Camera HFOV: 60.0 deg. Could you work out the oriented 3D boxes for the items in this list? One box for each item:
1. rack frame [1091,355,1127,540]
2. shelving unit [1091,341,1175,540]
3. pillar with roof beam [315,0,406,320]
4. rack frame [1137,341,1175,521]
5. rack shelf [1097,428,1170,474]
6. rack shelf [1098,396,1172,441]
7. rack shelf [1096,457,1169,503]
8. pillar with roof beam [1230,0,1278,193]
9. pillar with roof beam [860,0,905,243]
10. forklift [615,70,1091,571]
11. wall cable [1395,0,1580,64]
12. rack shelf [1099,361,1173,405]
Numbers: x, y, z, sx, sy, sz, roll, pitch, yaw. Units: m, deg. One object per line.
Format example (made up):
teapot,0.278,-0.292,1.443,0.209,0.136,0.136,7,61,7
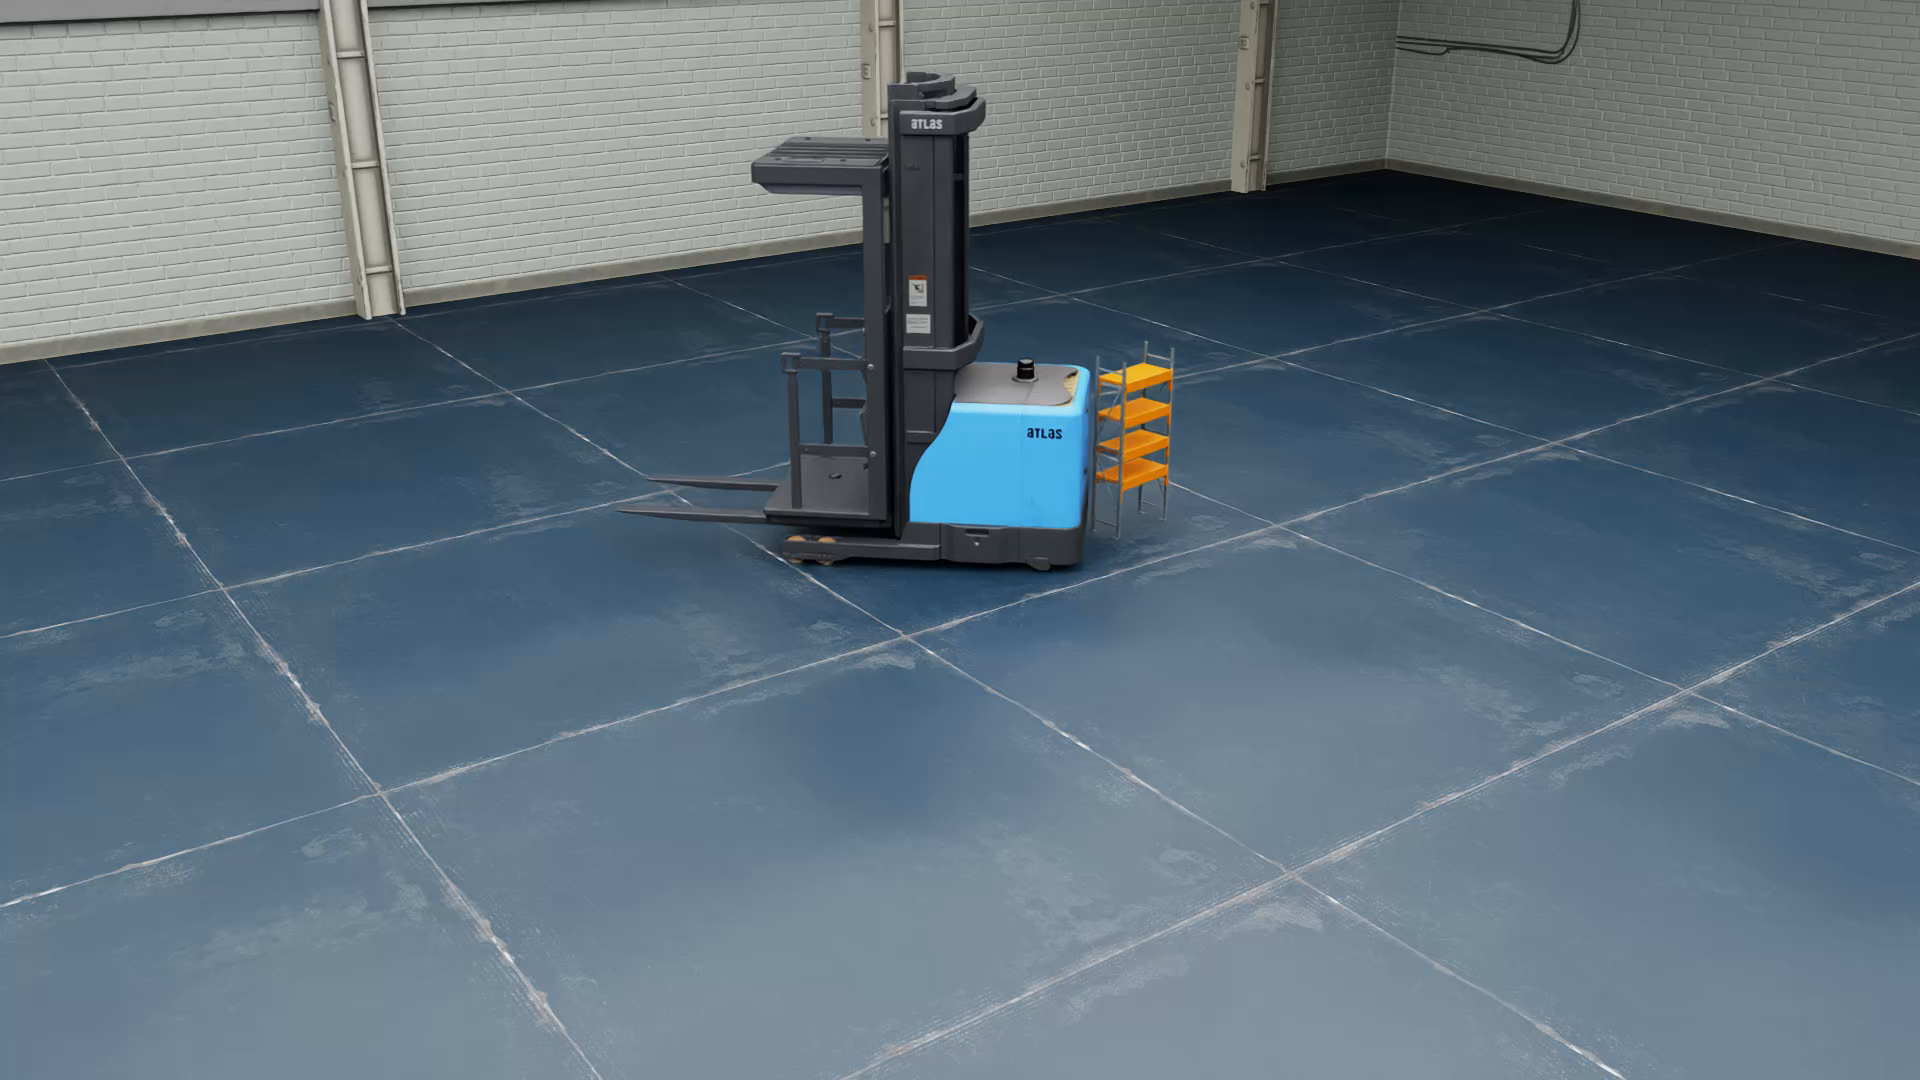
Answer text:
rack frame,0.958,-0.589,10.752,0.240,1.200,0.015,20,29,41
shelving unit,1.130,-0.653,10.913,0.258,1.200,0.503,20,29,41
pillar with roof beam,-3.240,-5.135,11.624,0.400,9.000,9.100,-15,26,-33
rack frame,1.302,-0.717,11.074,0.240,1.200,0.015,20,29,41
rack shelf,1.130,-0.590,10.938,0.258,0.148,0.480,20,29,41
rack shelf,1.130,-0.798,10.855,0.258,0.148,0.480,20,29,41
rack shelf,1.130,-0.406,11.012,0.258,0.148,0.480,20,29,41
pillar with roof beam,6.501,-7.733,18.133,0.400,9.000,9.100,-15,26,-33
pillar with roof beam,1.630,-6.434,14.878,0.400,9.000,9.100,-15,26,-33
forklift,-0.694,-1.399,10.447,3.031,2.935,1.130,3,22,7
wall cable,7.150,-7.826,22.555,0.112,2.526,3.097,-15,26,-33
rack shelf,1.130,-1.018,10.768,0.258,0.148,0.480,20,29,41
